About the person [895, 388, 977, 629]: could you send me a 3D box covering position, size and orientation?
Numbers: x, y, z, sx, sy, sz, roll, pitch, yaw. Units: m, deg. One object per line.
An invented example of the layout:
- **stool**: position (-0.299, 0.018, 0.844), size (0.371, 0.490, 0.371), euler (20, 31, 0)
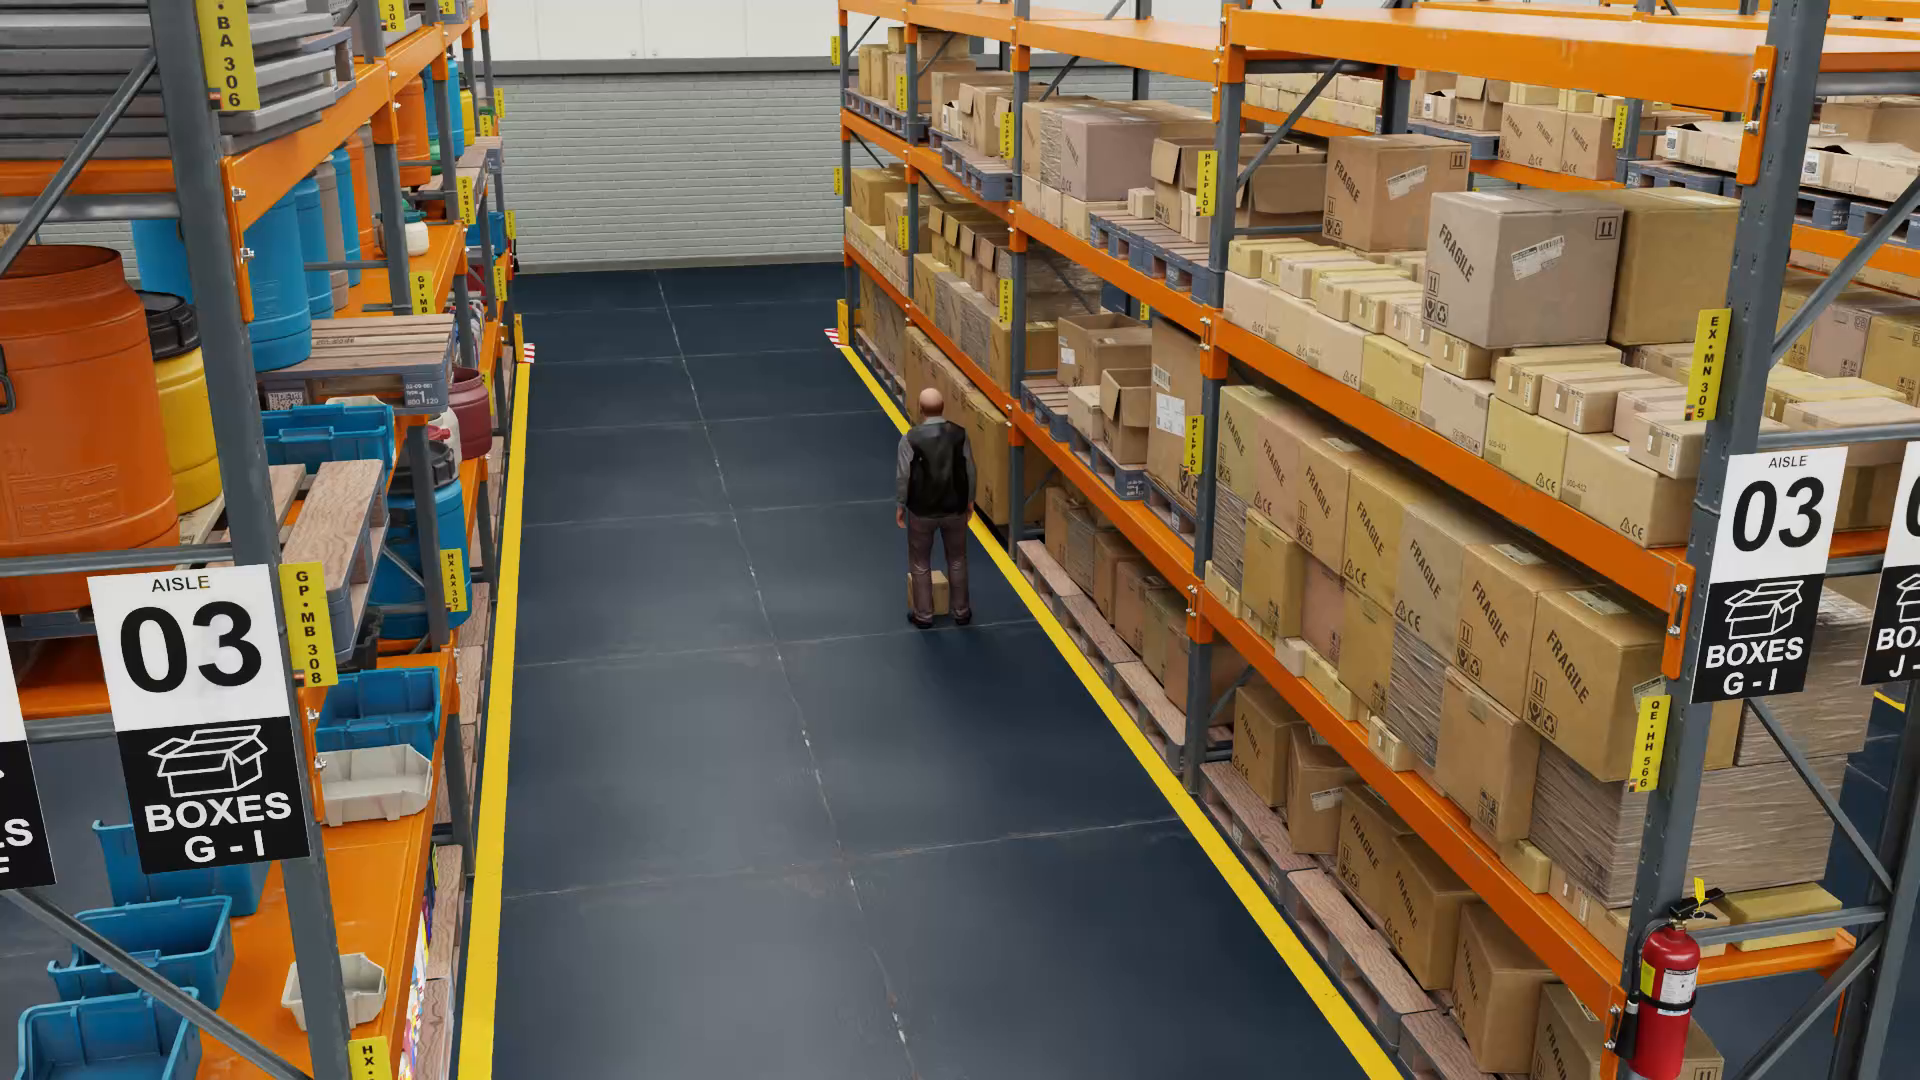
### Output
- **person**: position (-0.164, -0.210, 11.699), size (0.586, 1.721, 0.412), euler (-5, 20, -13)
